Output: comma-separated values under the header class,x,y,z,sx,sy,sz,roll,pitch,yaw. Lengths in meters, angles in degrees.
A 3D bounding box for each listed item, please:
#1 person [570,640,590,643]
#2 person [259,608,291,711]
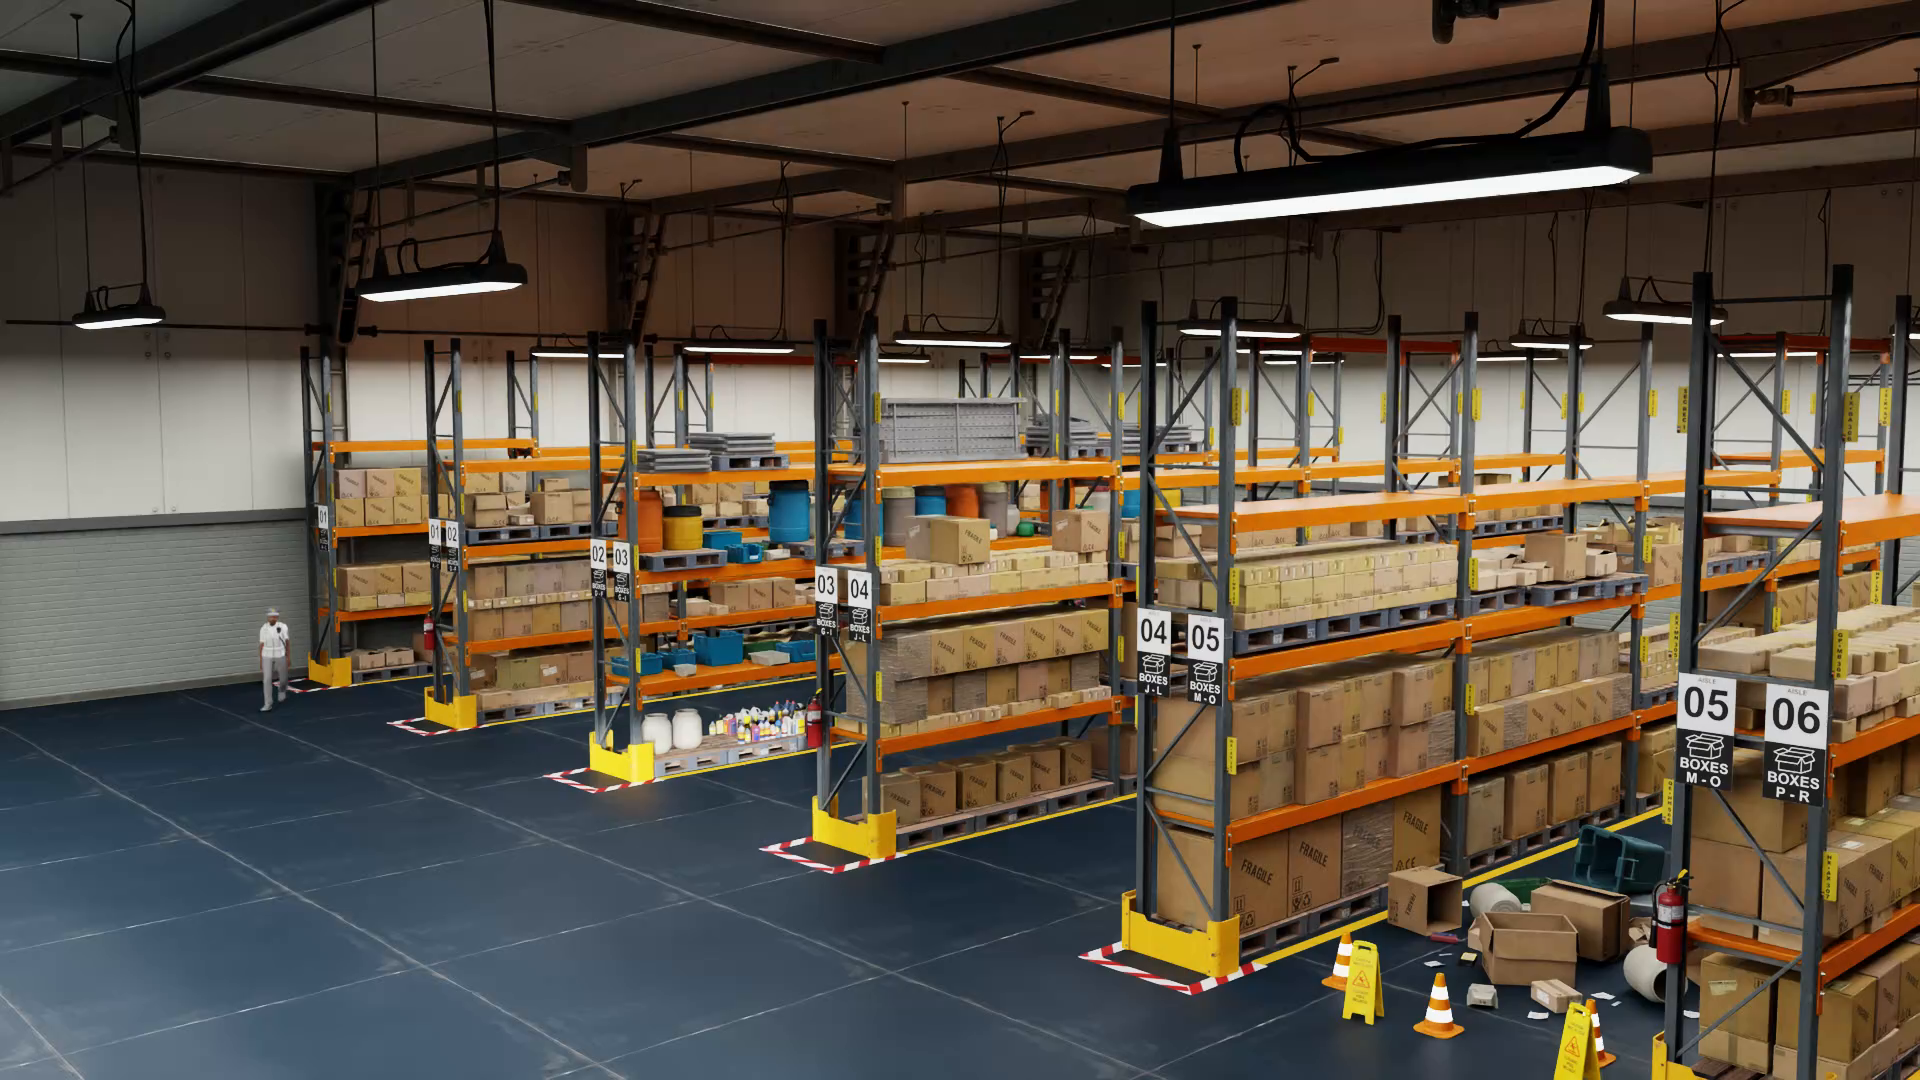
class,x,y,z,sx,sy,sz,roll,pitch,yaw
person,-6.784,1.753,29.698,0.567,1.700,0.692,5,7,42
person,-11.268,1.927,27.347,0.501,1.645,0.841,-1,5,-15
